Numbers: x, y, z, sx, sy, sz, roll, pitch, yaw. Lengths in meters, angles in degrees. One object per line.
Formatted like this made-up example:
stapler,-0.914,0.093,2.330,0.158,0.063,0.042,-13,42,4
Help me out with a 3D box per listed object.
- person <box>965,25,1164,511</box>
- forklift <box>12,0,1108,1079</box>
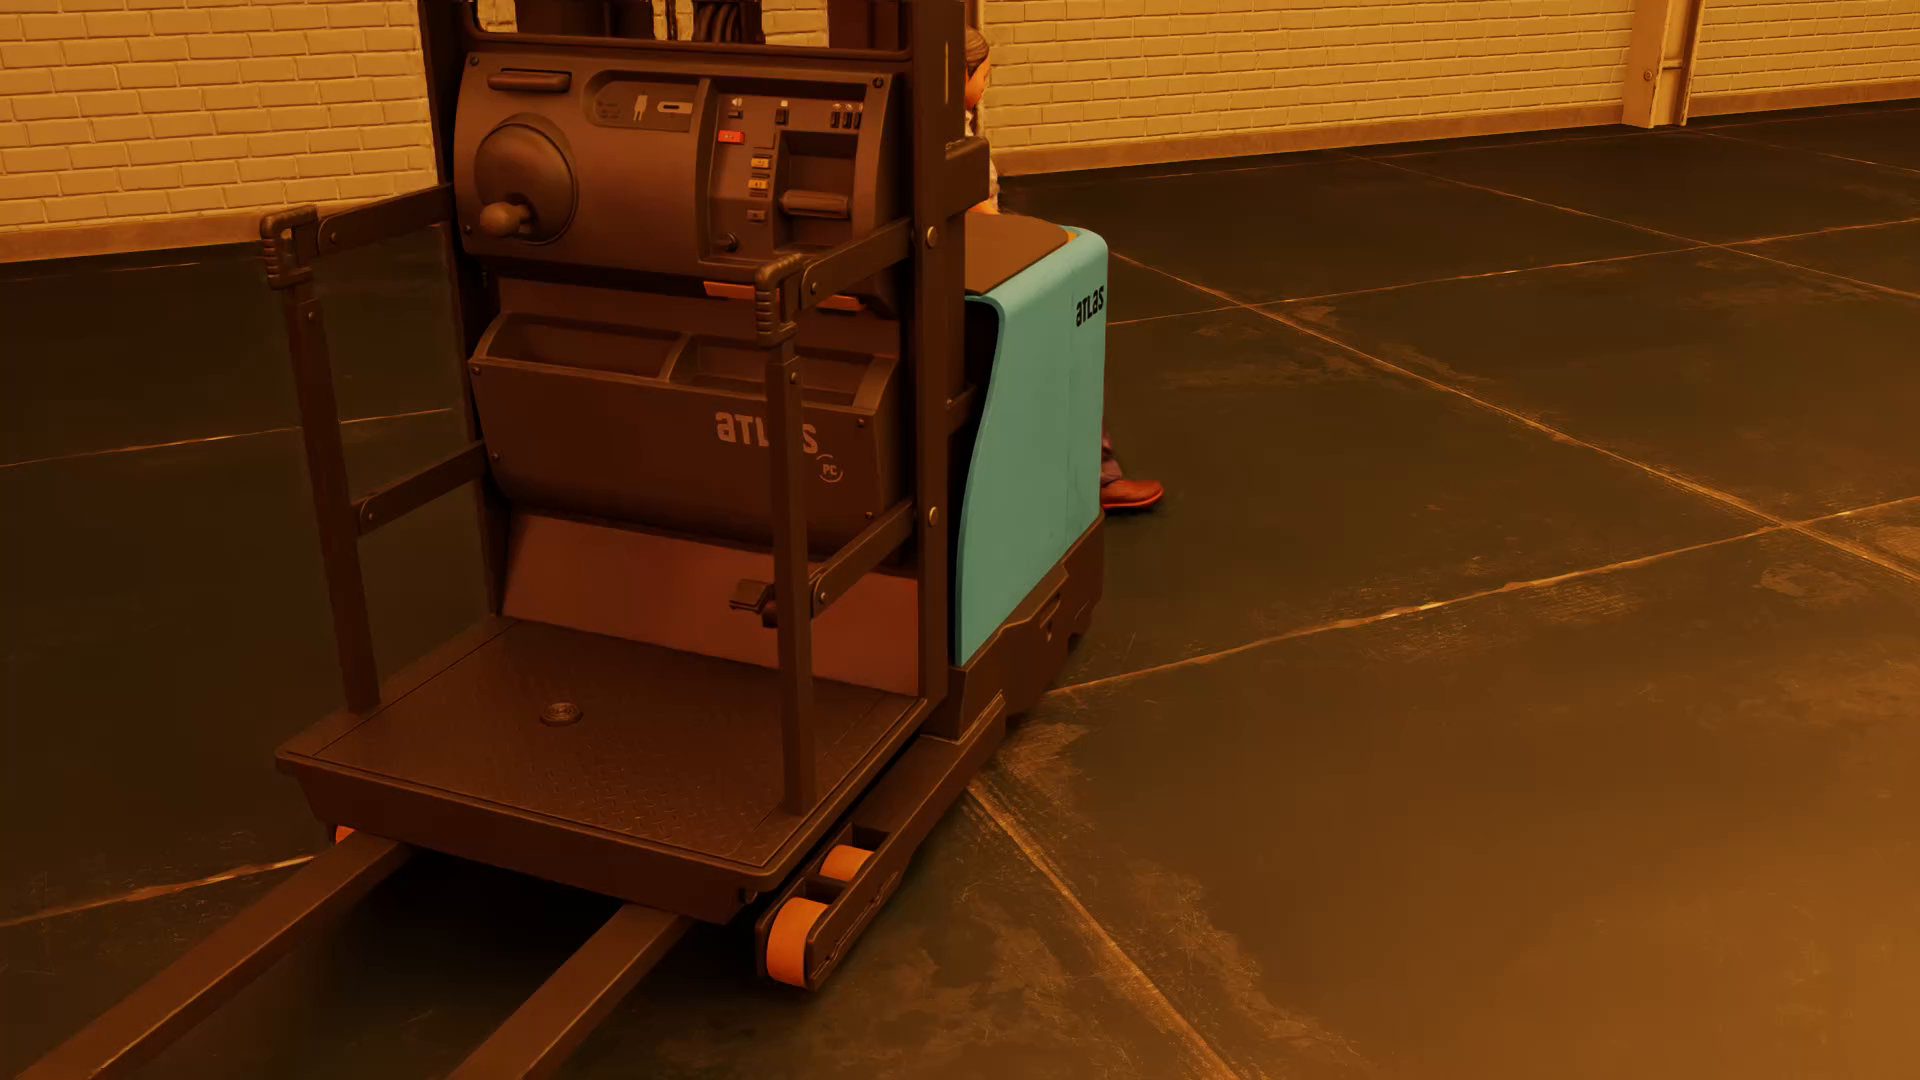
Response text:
person,0.057,-0.872,5.343,0.948,1.504,1.013,-8,24,-19
forklift,-0.642,-0.703,2.978,1.130,2.935,3.031,9,24,21
